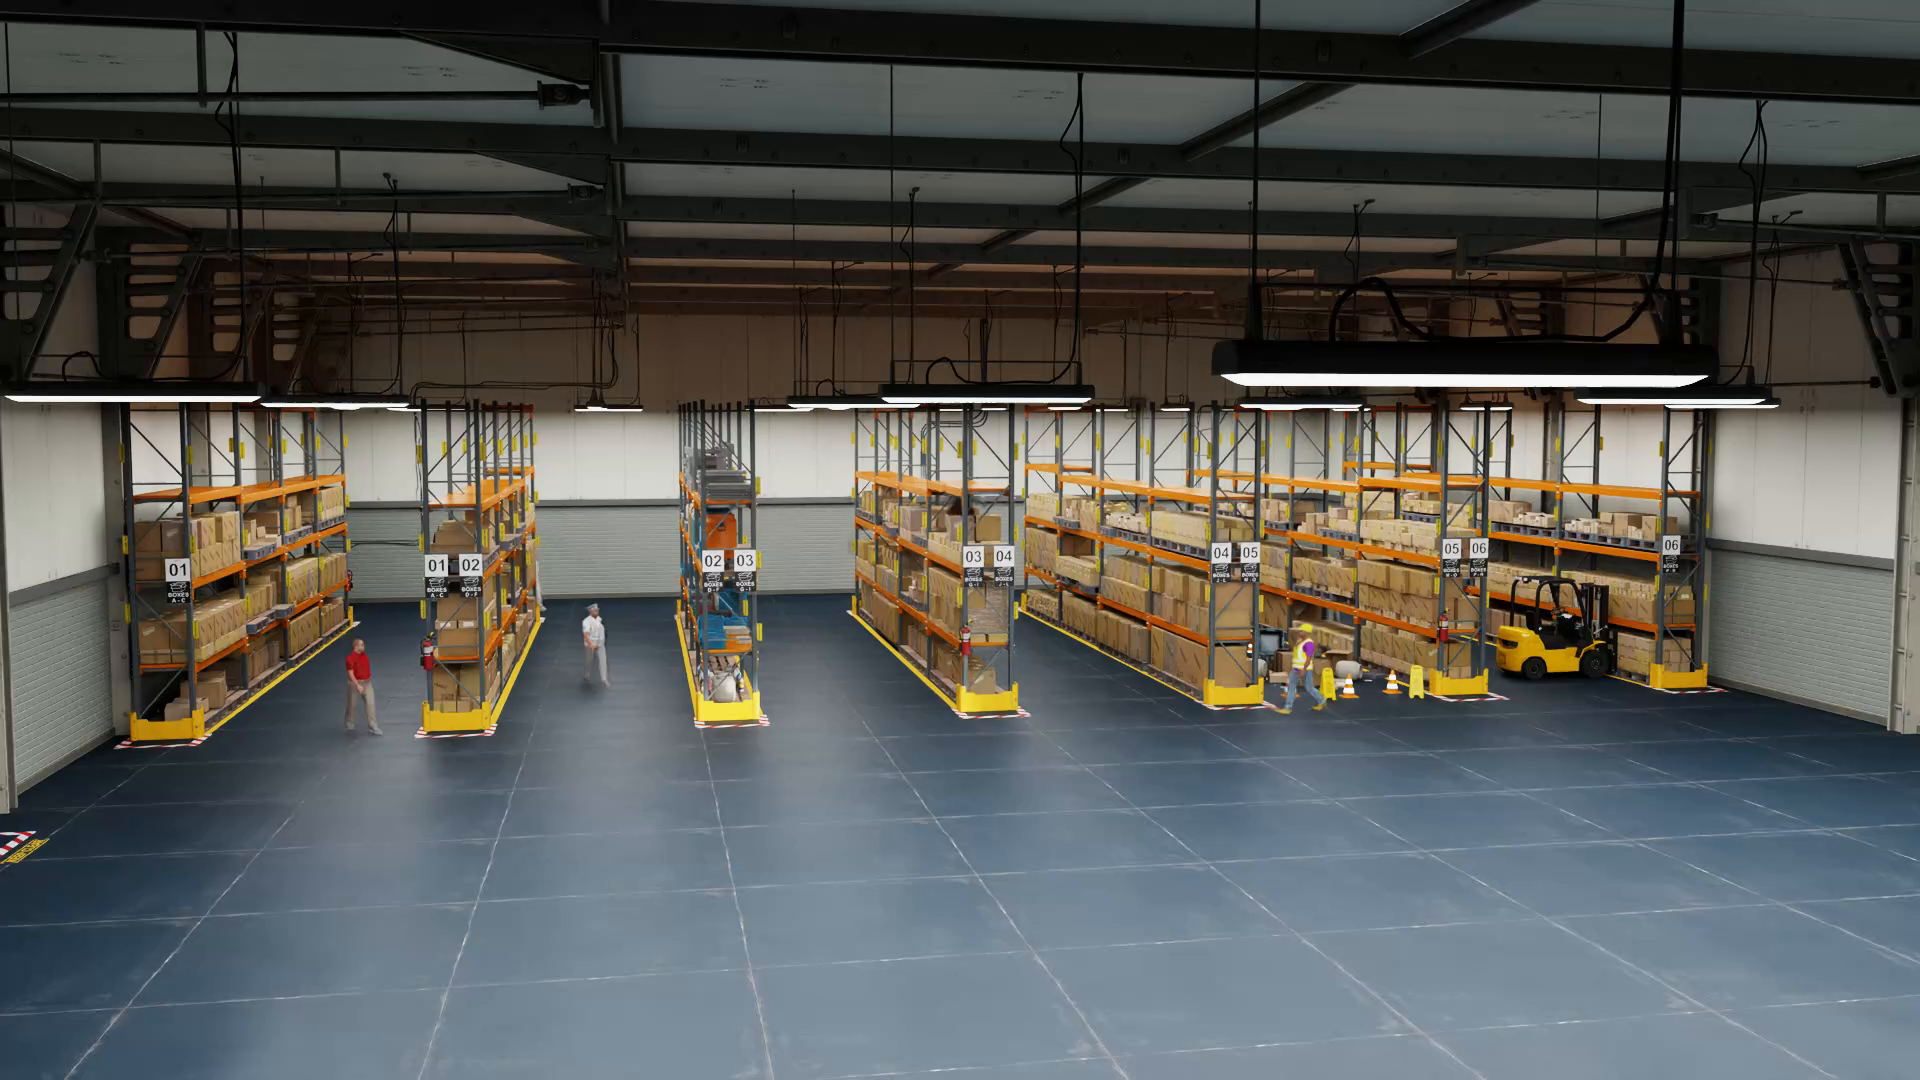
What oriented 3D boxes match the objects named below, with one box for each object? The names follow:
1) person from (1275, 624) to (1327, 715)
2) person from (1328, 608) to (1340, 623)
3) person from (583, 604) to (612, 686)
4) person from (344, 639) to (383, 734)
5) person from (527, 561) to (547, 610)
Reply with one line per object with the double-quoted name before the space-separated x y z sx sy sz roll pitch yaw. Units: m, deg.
"person" 6.551 2.467 31.754 1.028 1.734 0.540 -3 5 -32
"person" 9.870 1.547 44.339 0.591 1.677 0.528 0 4 0
"person" -7.707 2.201 35.062 0.523 1.722 1.037 -2 5 -30
"person" -10.777 2.614 29.857 0.508 1.675 1.025 -4 6 -43
"person" -12.456 1.174 48.476 0.600 1.716 0.961 -4 6 -41
